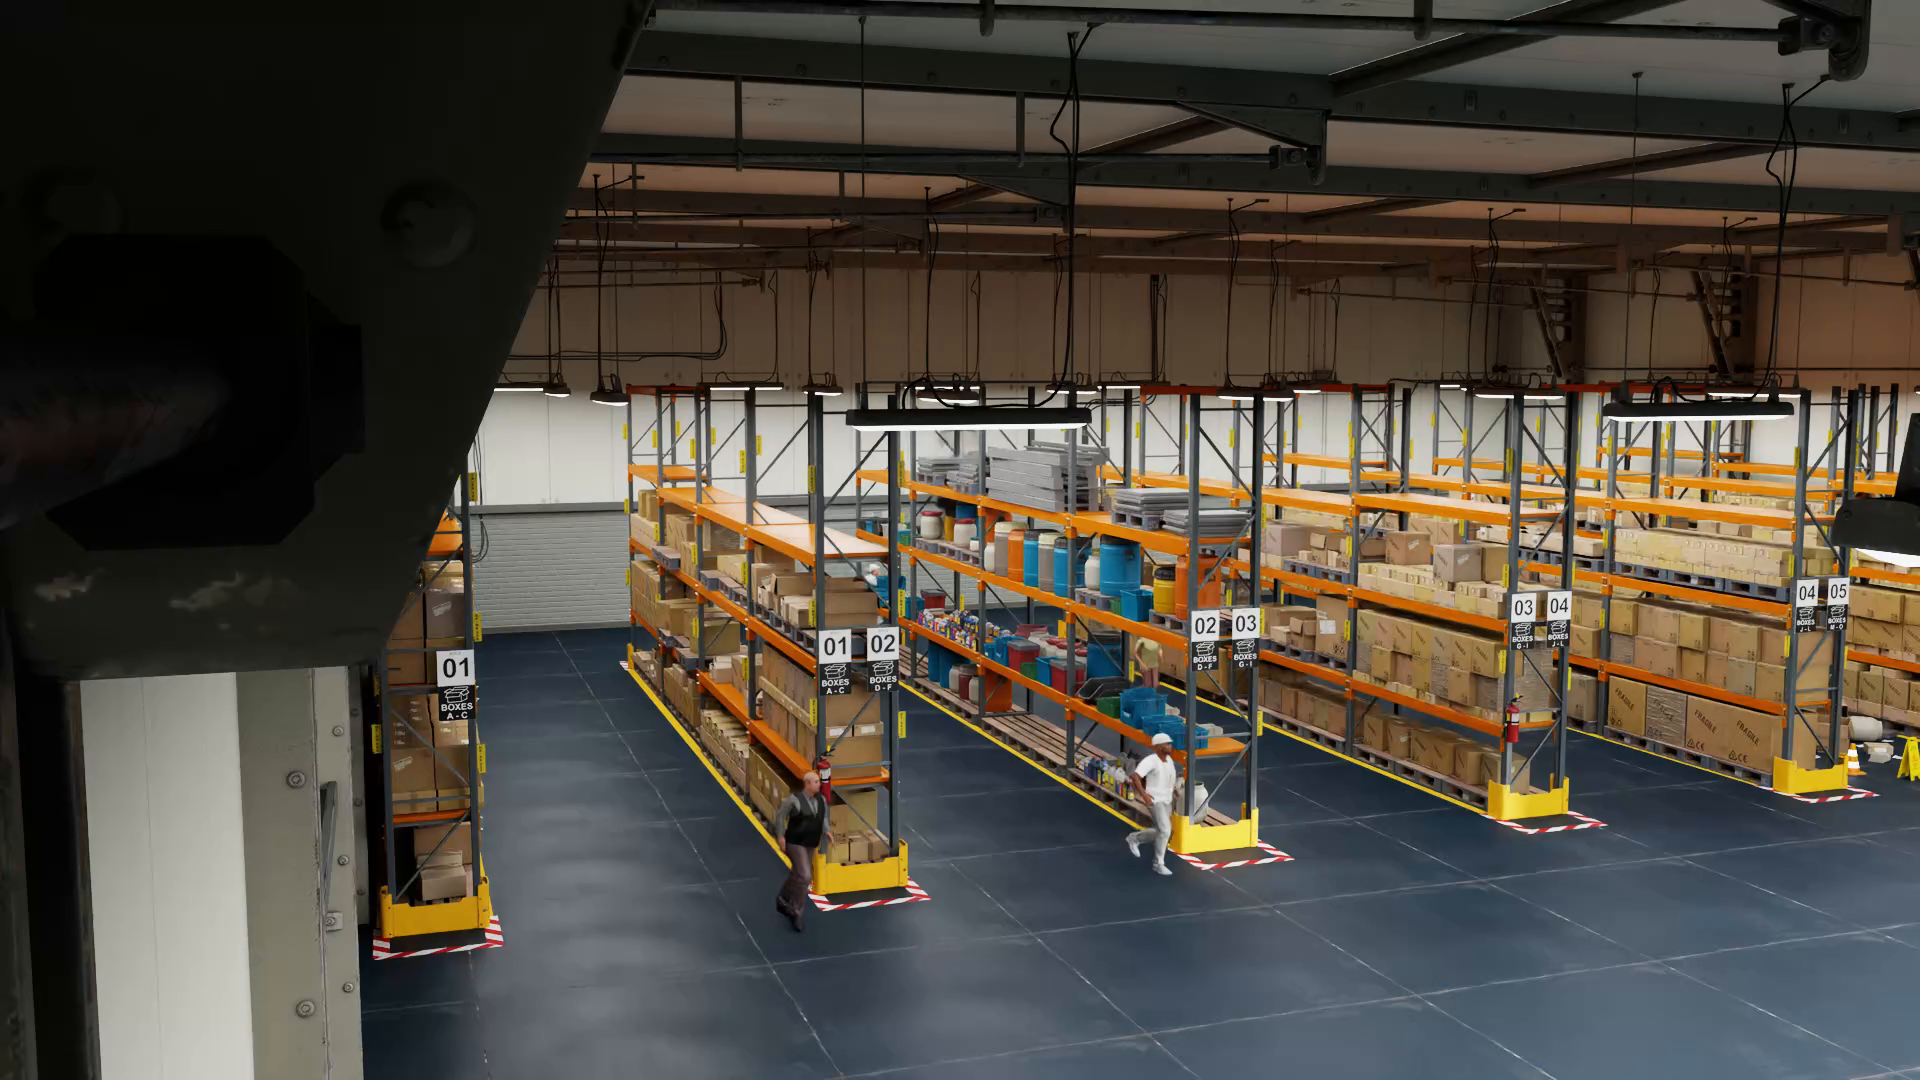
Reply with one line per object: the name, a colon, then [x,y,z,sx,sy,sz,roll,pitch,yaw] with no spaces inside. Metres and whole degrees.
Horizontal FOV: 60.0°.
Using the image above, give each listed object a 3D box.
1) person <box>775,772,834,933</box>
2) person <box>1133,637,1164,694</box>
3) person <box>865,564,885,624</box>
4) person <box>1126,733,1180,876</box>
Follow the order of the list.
person: [-1.810,3.504,18.984,0.758,1.719,0.709,5,8,39]
person: [3.484,2.352,30.746,0.600,1.647,0.605,-3,6,-24]
person: [-2.028,1.463,38.519,0.868,1.842,0.642,-1,6,-5]
person: [2.480,3.318,21.123,0.762,1.746,0.753,5,7,38]
